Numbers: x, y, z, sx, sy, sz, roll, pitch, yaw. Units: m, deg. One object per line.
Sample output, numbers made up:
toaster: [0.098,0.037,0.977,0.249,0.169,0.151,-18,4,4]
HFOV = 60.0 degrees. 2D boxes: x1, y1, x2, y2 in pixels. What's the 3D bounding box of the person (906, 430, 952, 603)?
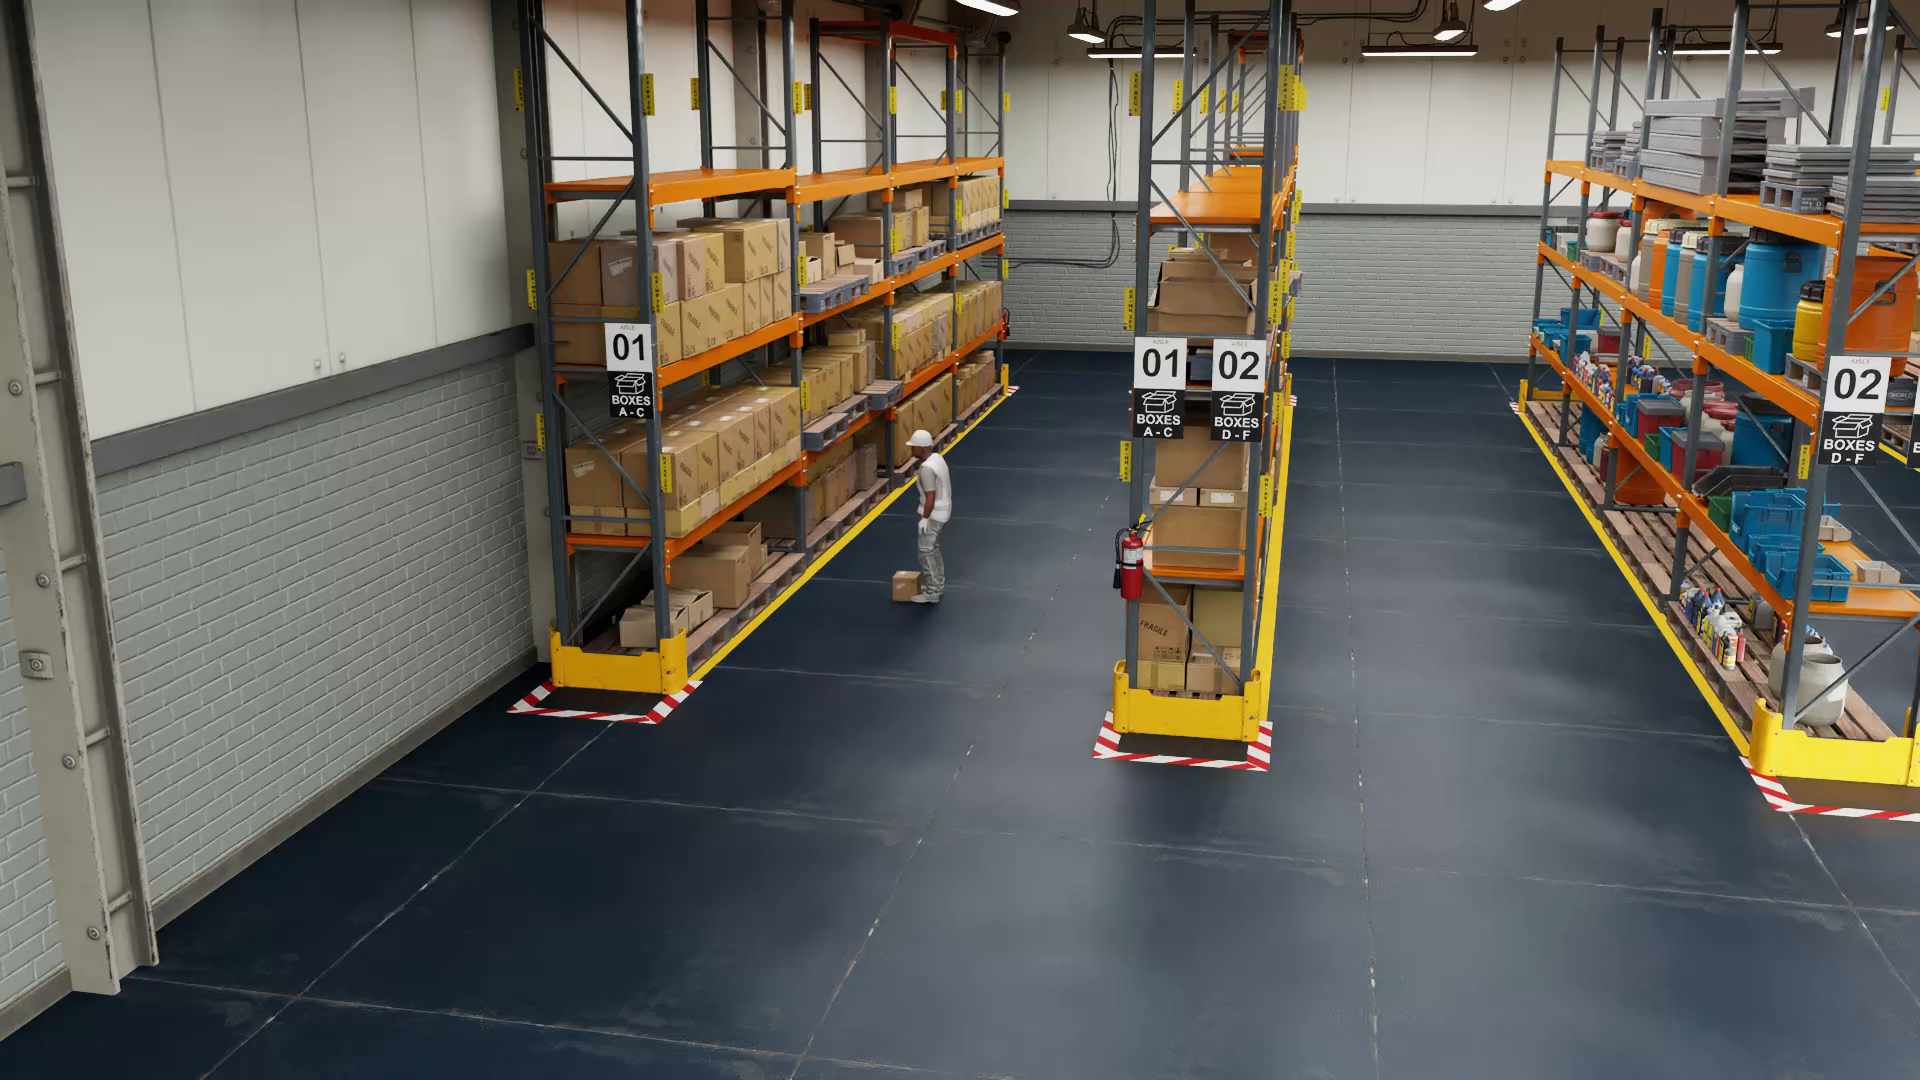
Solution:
person: [-0.318,-0.249,16.954,0.452,1.772,0.615,2,15,9]
